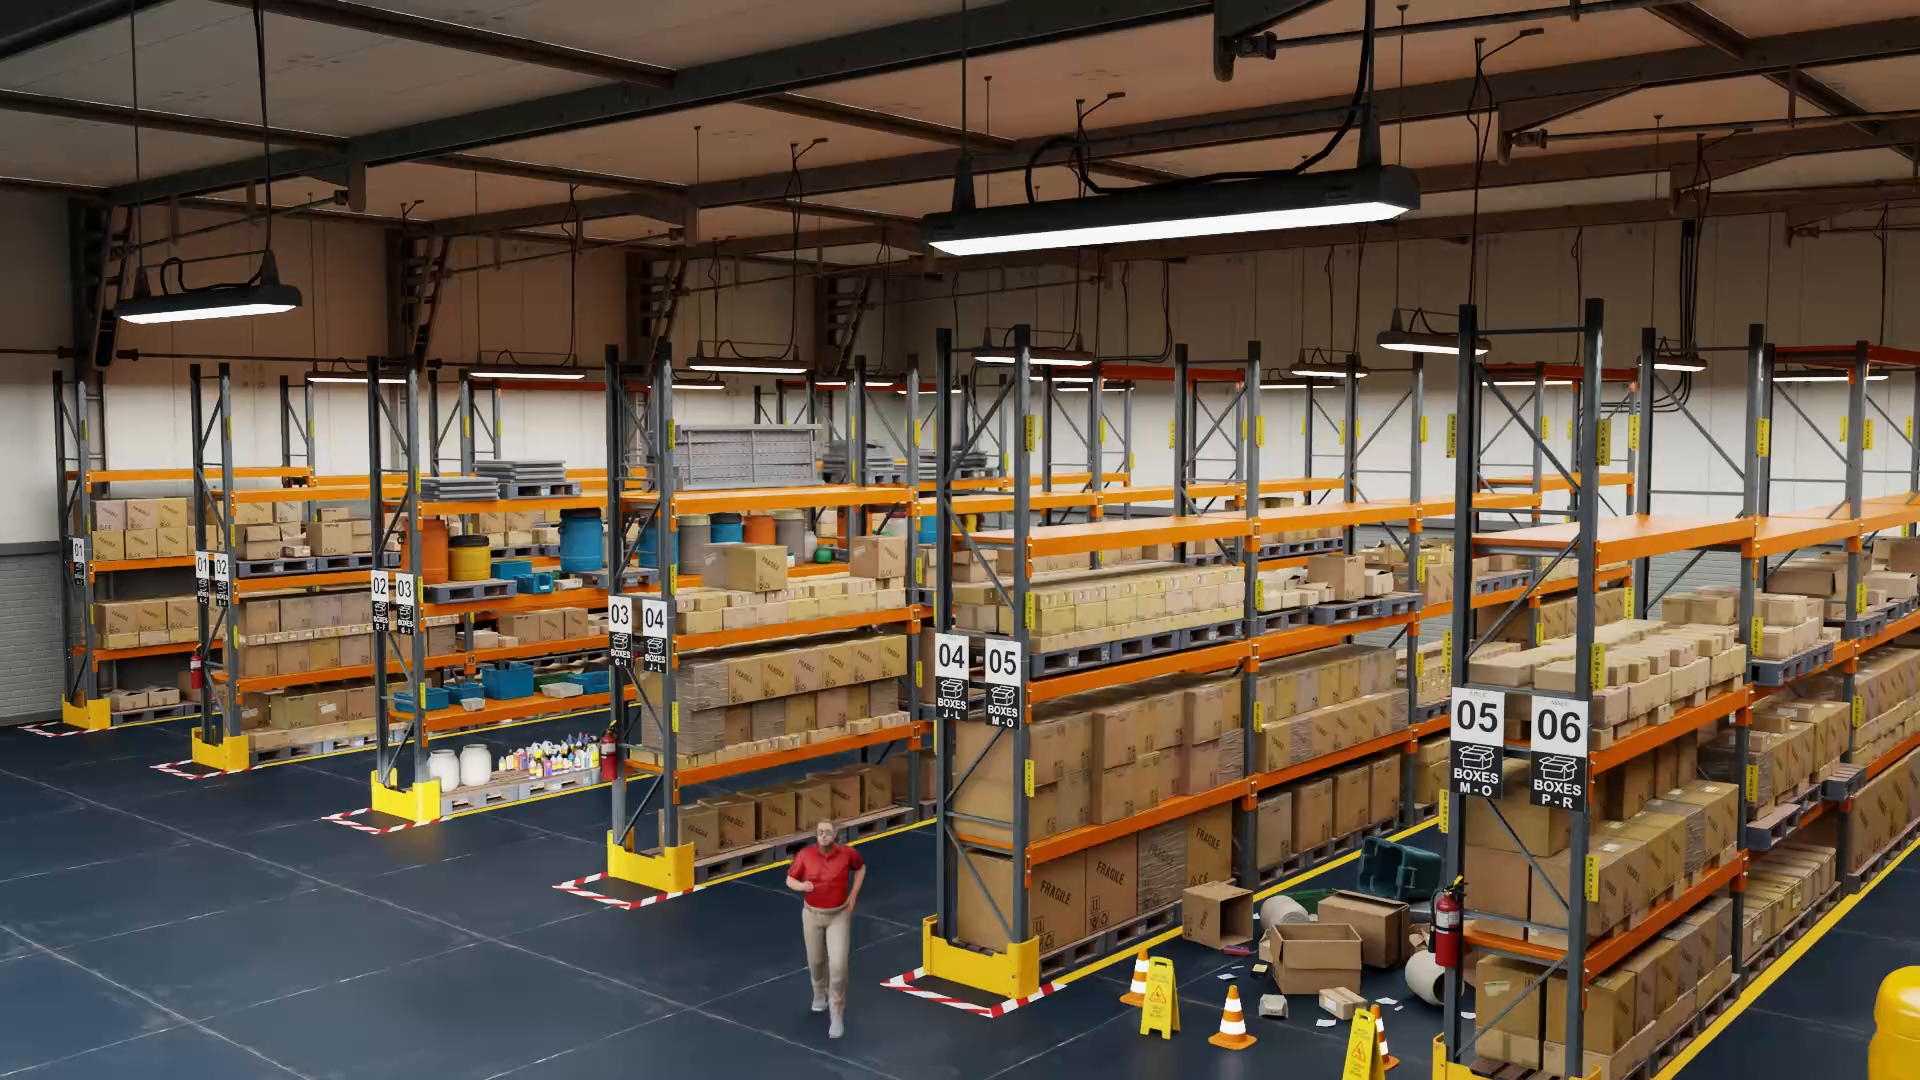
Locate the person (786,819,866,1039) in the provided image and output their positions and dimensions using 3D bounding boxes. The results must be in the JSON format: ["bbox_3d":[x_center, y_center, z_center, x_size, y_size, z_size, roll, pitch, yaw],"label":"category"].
[{"bbox_3d":[-1.163,3.275,14.236,0.645,1.798,0.769,0,4,4],"label":"person"}]

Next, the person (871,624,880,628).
[{"bbox_3d":[-1.574,1.922,32.814,0.693,1.767,0.680,3,5,32],"label":"person"}]

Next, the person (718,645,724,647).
[{"bbox_3d":[-4.007,2.209,28.881,0.663,1.748,0.780,3,5,31],"label":"person"}]
